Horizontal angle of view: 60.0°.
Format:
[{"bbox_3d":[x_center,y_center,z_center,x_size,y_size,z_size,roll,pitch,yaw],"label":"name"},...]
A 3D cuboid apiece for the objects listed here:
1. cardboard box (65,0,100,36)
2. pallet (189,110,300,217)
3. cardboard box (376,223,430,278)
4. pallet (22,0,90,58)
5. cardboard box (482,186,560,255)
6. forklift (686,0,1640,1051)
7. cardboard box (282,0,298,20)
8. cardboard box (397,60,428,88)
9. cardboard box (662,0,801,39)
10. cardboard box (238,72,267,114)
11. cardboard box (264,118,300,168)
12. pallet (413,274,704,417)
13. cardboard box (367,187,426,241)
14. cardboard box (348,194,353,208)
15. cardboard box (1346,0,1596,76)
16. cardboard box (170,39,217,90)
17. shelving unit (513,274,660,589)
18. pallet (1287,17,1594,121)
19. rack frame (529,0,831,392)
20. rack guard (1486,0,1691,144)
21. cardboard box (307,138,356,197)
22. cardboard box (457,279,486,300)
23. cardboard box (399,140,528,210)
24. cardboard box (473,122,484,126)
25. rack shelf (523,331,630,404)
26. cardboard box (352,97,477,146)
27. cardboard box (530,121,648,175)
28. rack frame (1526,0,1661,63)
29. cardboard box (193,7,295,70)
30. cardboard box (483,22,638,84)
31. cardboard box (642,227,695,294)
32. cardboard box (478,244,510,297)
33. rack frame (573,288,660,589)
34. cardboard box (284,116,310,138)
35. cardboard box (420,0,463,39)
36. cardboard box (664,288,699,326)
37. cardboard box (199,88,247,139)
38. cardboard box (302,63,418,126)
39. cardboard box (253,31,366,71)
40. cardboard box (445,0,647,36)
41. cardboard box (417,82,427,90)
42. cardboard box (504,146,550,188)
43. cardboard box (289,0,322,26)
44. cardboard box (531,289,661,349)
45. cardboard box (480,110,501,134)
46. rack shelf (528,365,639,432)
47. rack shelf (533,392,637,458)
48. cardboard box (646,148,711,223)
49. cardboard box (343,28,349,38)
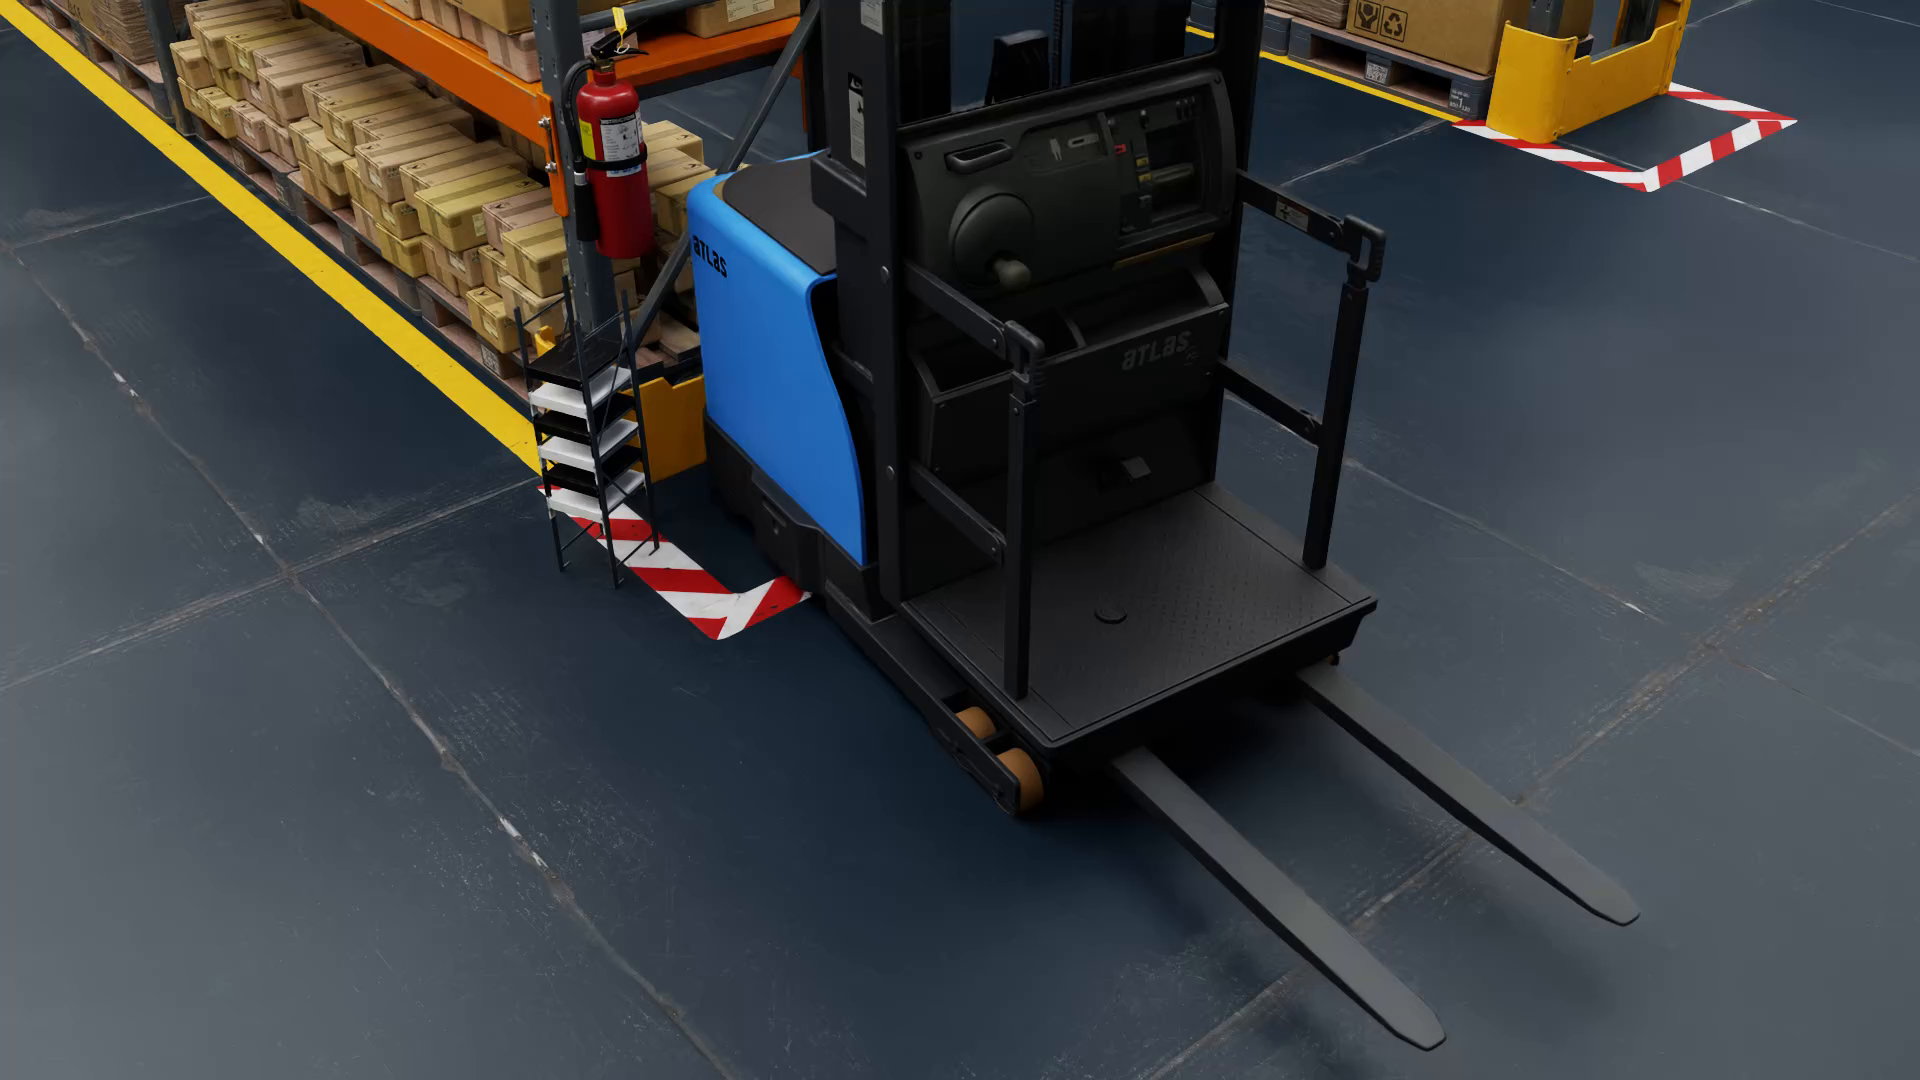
[{"bbox_3d":[-4.361,-2.966,8.643,0.500,0.500,0.500,-27,43,-33],"label":"cardboard box"},{"bbox_3d":[-2.899,-1.934,7.799,1.003,0.211,1.213,-26,43,-32],"label":"pallet"},{"bbox_3d":[-2.007,-1.170,6.410,0.380,0.149,0.250,-28,44,-34],"label":"cardboard box"},{"bbox_3d":[-4.655,-3.100,9.444,1.003,0.211,1.213,-26,43,-32],"label":"pallet"},{"bbox_3d":[-1.432,-1.112,5.813,0.380,0.149,0.250,-25,42,-31],"label":"cardboard box"},{"bbox_3d":[0.405,-0.809,3.857,1.130,2.935,3.031,-21,40,-27],"label":"forklift"},{"bbox_3d":[-3.634,-2.932,8.594,0.500,0.500,0.500,-24,42,-30],"label":"cardboard box"},{"bbox_3d":[-2.217,-2.112,7.226,0.380,0.149,0.250,-28,44,-34],"label":"cardboard box"},{"bbox_3d":[-0.737,-1.752,5.346,0.380,0.149,0.250,-26,43,-32],"label":"cardboard box"},{"bbox_3d":[-2.954,-2.033,7.372,0.380,0.149,0.250,-26,43,-32],"label":"cardboard box"},{"bbox_3d":[-2.797,-1.782,7.274,0.380,0.149,0.250,-27,43,-33],"label":"cardboard box"},{"bbox_3d":[-1.325,-0.857,6.278,1.003,0.211,1.213,-26,43,-32],"label":"pallet"},{"bbox_3d":[-2.018,-1.298,6.334,0.380,0.149,0.250,-25,42,-31],"label":"cardboard box"},{"bbox_3d":[-2.274,-1.438,6.788,0.380,0.149,0.250,-25,42,-31],"label":"cardboard box"},{"bbox_3d":[2.601,-2.952,8.298,0.875,0.875,0.875,-26,43,-32],"label":"cardboard box"},{"bbox_3d":[-3.370,-2.206,7.615,0.380,0.149,0.250,-24,42,-30],"label":"cardboard box"},{"bbox_3d":[-1.089,-0.308,4.906,0.210,0.900,0.258,15,38,21],"label":"shelving unit"},{"bbox_3d":[2.500,-2.581,8.712,1.003,0.211,1.213,-26,43,-32],"label":"pallet"},{"bbox_3d":[-0.779,-1.590,4.899,1.000,3.000,0.127,-26,43,-32],"label":"rack frame"},{"bbox_3d":[3.091,-2.364,8.156,1.175,0.500,0.348,-26,43,-32],"label":"rack guard"},{"bbox_3d":[-2.368,-1.530,6.660,0.380,0.149,0.250,-26,43,-31],"label":"cardboard box"},{"bbox_3d":[-1.626,-0.977,6.137,0.380,0.149,0.250,-26,43,-32],"label":"cardboard box"},{"bbox_3d":[-1.815,-1.317,6.103,0.380,0.149,0.250,-28,44,-33],"label":"cardboard box"},{"bbox_3d":[-1.980,-1.726,6.938,0.380,0.149,0.250,-24,42,-30],"label":"cardboard box"},{"bbox_3d":[-1.089,-0.501,4.769,0.200,0.077,0.258,15,38,21],"label":"rack shelf"},{"bbox_3d":[-2.116,-1.573,6.464,0.380,0.149,0.250,-28,44,-33],"label":"cardboard box"},{"bbox_3d":[-1.415,-1.513,6.380,0.380,0.149,0.250,-28,44,-34],"label":"cardboard box"},{"bbox_3d":[3.076,-3.395,7.448,1.000,3.000,0.127,-26,43,-32],"label":"rack frame"},{"bbox_3d":[-3.163,-2.233,7.397,0.380,0.149,0.250,-24,42,-30],"label":"cardboard box"},{"bbox_3d":[-1.205,-1.526,5.026,0.380,0.149,0.250,-26,43,-32],"label":"cardboard box"},{"bbox_3d":[-0.921,-1.046,5.978,0.380,0.149,0.250,-24,42,-30],"label":"cardboard box"},{"bbox_3d":[-1.465,-0.981,5.886,0.380,0.149,0.250,-27,43,-33],"label":"cardboard box"},{"bbox_3d":[-0.997,-0.282,4.870,0.006,0.900,0.240,15,38,21],"label":"rack frame"},{"bbox_3d":[-2.622,-1.783,7.018,0.380,0.149,0.250,-24,42,-30],"label":"cardboard box"},{"bbox_3d":[-1.510,-1.755,5.349,0.380,0.149,0.250,-26,43,-32],"label":"cardboard box"},{"bbox_3d":[-0.872,-0.948,6.097,0.380,0.149,0.250,-25,42,-31],"label":"cardboard box"},{"bbox_3d":[-3.199,-1.966,7.533,0.380,0.149,0.250,-25,42,-31],"label":"cardboard box"},{"bbox_3d":[-2.436,-1.801,6.786,0.380,0.149,0.250,-28,44,-34],"label":"cardboard box"},{"bbox_3d":[-2.777,-2.033,7.114,0.380,0.149,0.250,-27,43,-33],"label":"cardboard box"},{"bbox_3d":[-1.265,-1.854,4.929,0.500,0.500,0.500,-25,42,-31],"label":"cardboard box"},{"bbox_3d":[-2.277,-1.985,7.304,0.380,0.149,0.250,-25,42,-31],"label":"cardboard box"},{"bbox_3d":[-1.606,-1.499,6.617,0.380,0.149,0.250,-28,44,-34],"label":"cardboard box"},{"bbox_3d":[-2.931,-2.546,7.839,0.380,0.149,0.250,-25,42,-31],"label":"cardboard box"},{"bbox_3d":[-1.278,-0.752,5.820,0.380,0.149,0.250,-25,42,-31],"label":"cardboard box"},{"bbox_3d":[-1.722,-1.772,6.745,0.380,0.149,0.250,-25,42,-31],"label":"cardboard box"},{"bbox_3d":[-1.089,-0.427,4.821,0.200,0.077,0.258,15,38,21],"label":"rack shelf"},{"bbox_3d":[-1.089,-0.354,4.873,0.200,0.077,0.258,15,38,21],"label":"rack shelf"},{"bbox_3d":[-1.127,-1.275,6.044,0.380,0.149,0.250,-25,42,-31],"label":"cardboard box"},{"bbox_3d":[-2.570,-2.341,7.549,0.380,0.149,0.250,-26,43,-32],"label":"cardboard box"}]
